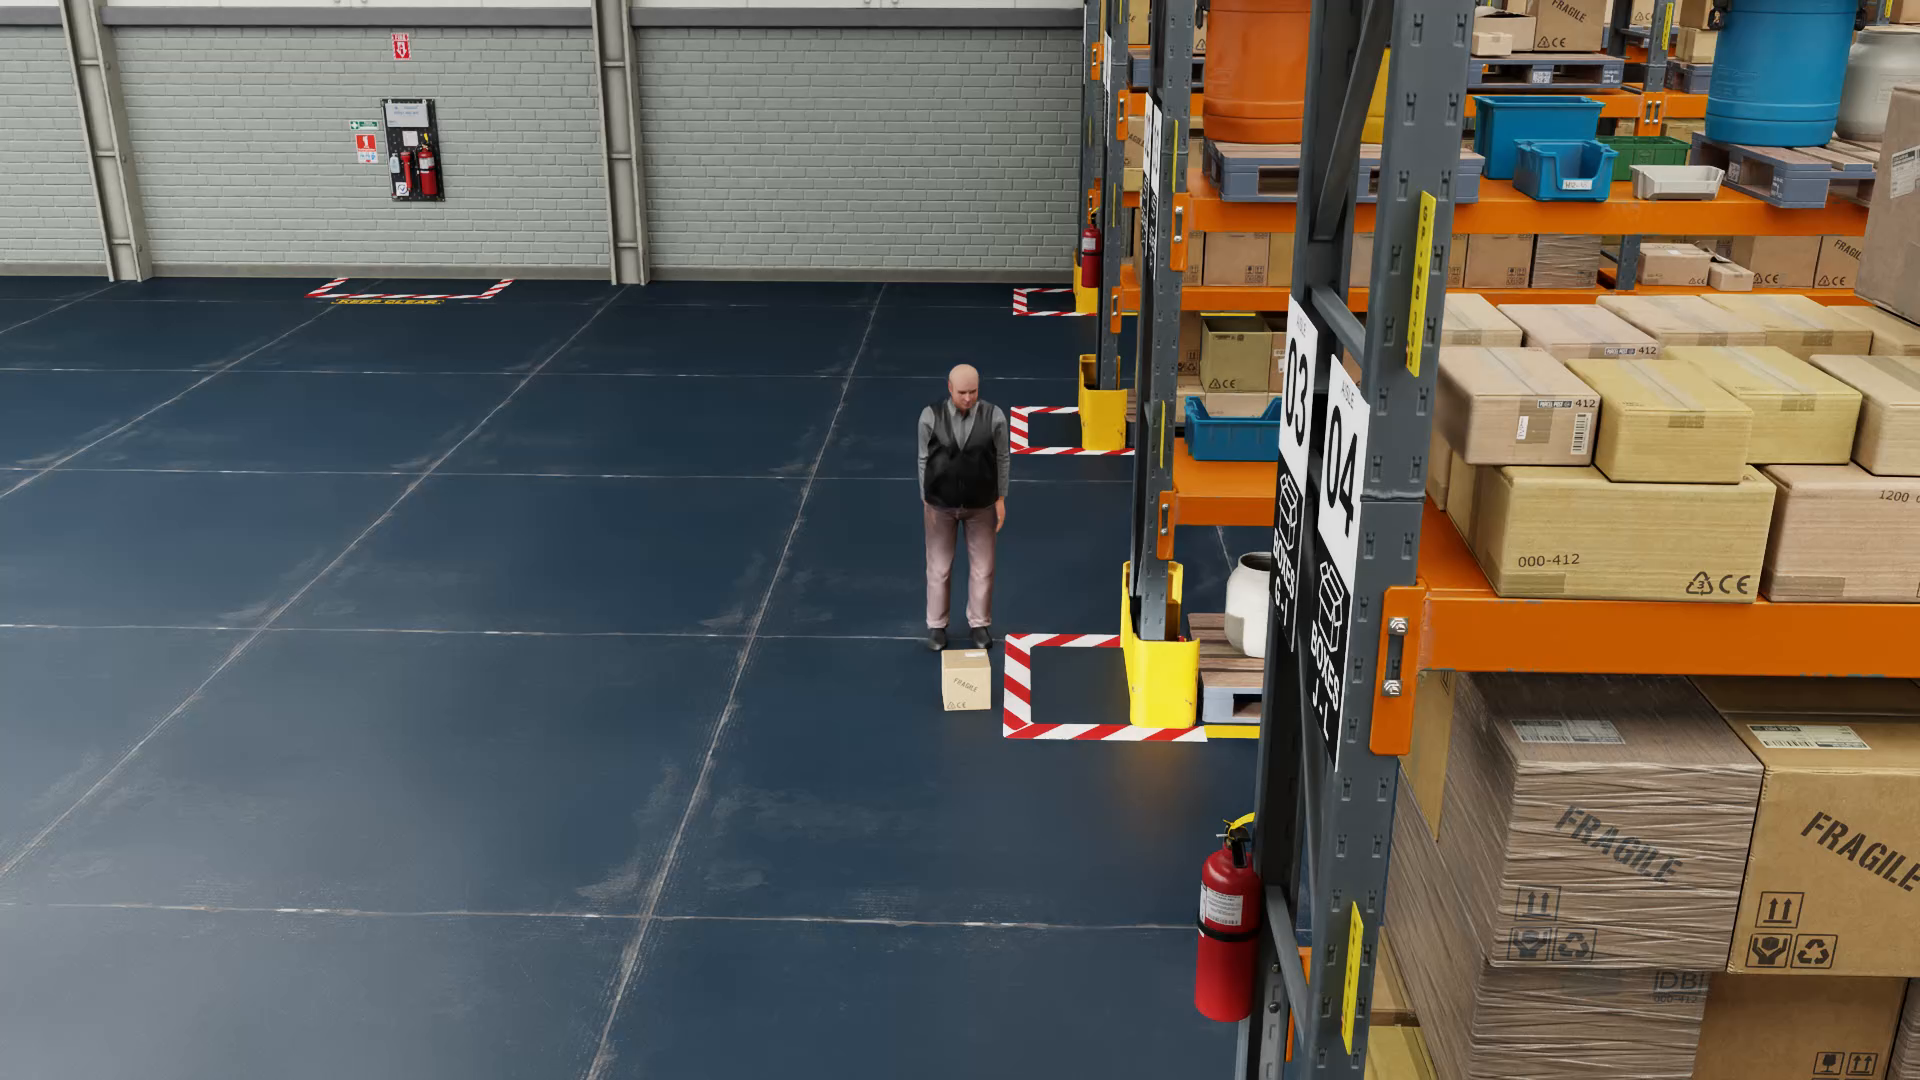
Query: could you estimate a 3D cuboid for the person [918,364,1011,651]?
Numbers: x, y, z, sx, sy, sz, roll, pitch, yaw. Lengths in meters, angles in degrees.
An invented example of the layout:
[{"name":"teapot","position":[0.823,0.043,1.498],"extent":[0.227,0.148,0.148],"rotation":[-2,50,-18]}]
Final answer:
[{"name":"person","position":[0.024,-0.195,9.658],"extent":[0.536,1.711,0.352],"rotation":[-1,21,-4]}]
